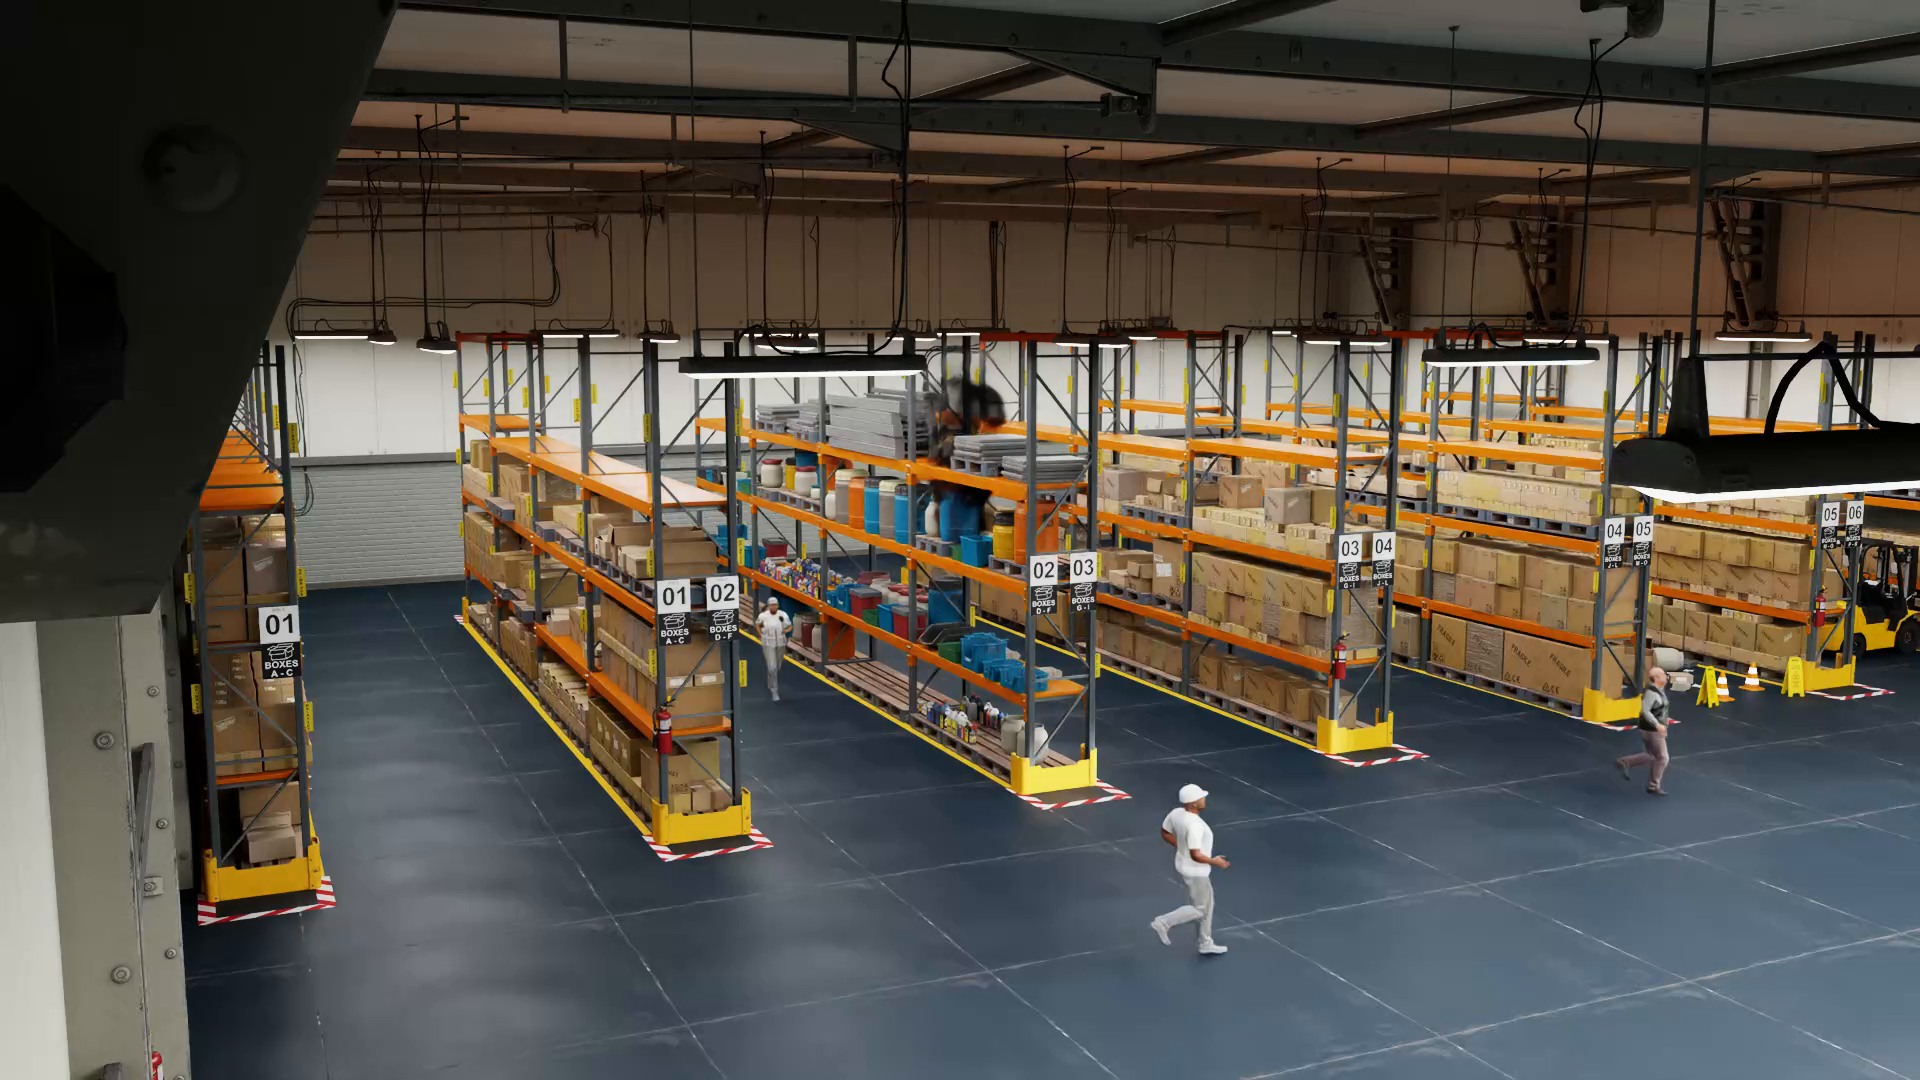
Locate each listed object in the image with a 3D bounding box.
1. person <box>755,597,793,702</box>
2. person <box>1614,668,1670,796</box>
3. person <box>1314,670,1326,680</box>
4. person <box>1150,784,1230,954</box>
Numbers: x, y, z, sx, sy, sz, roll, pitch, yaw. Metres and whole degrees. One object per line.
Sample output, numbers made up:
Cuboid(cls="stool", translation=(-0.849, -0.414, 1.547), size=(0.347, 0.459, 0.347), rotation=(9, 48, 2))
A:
Cuboid(cls="person", translation=(-3.086, 1.781, 27.742), size=(0.587, 1.702, 0.866), rotation=(-3, 8, -22))
Cuboid(cls="person", translation=(9.098, 2.528, 22.110), size=(0.712, 1.724, 0.667), rotation=(3, 8, 22))
Cuboid(cls="person", translation=(6.338, 1.610, 29.047), size=(0.623, 1.664, 0.497), rotation=(-4, 9, -29))
Cuboid(cls="person", translation=(2.268, 3.269, 16.453), size=(0.831, 1.748, 0.701), rotation=(-1, 8, -11))
